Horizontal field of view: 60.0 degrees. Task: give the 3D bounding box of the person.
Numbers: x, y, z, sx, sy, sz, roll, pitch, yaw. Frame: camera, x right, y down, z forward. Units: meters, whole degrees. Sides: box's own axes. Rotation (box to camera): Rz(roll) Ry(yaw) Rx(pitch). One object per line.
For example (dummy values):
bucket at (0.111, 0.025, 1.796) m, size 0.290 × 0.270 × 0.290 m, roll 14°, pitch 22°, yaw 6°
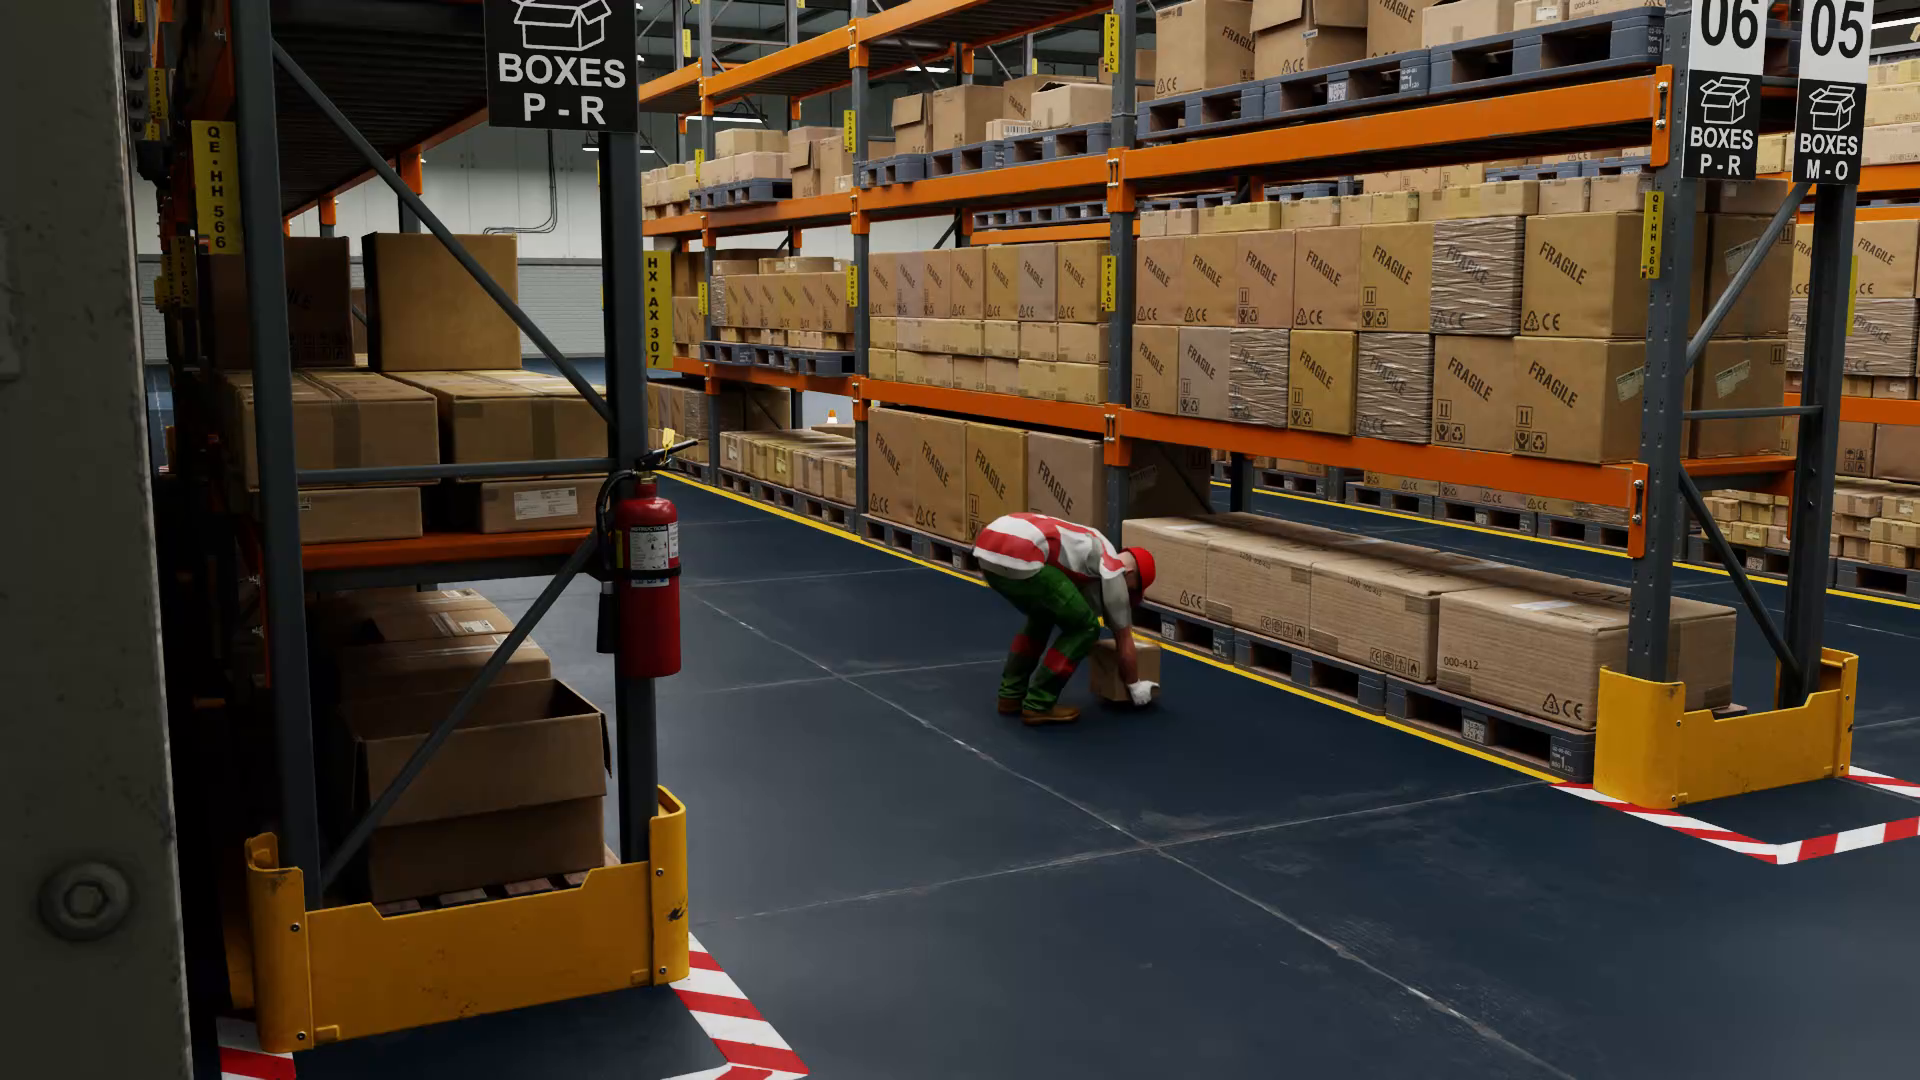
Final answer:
person at (0.426, -0.056, 7.792) m, size 0.558 × 1.786 × 0.495 m, roll -4°, pitch 9°, yaw -26°
